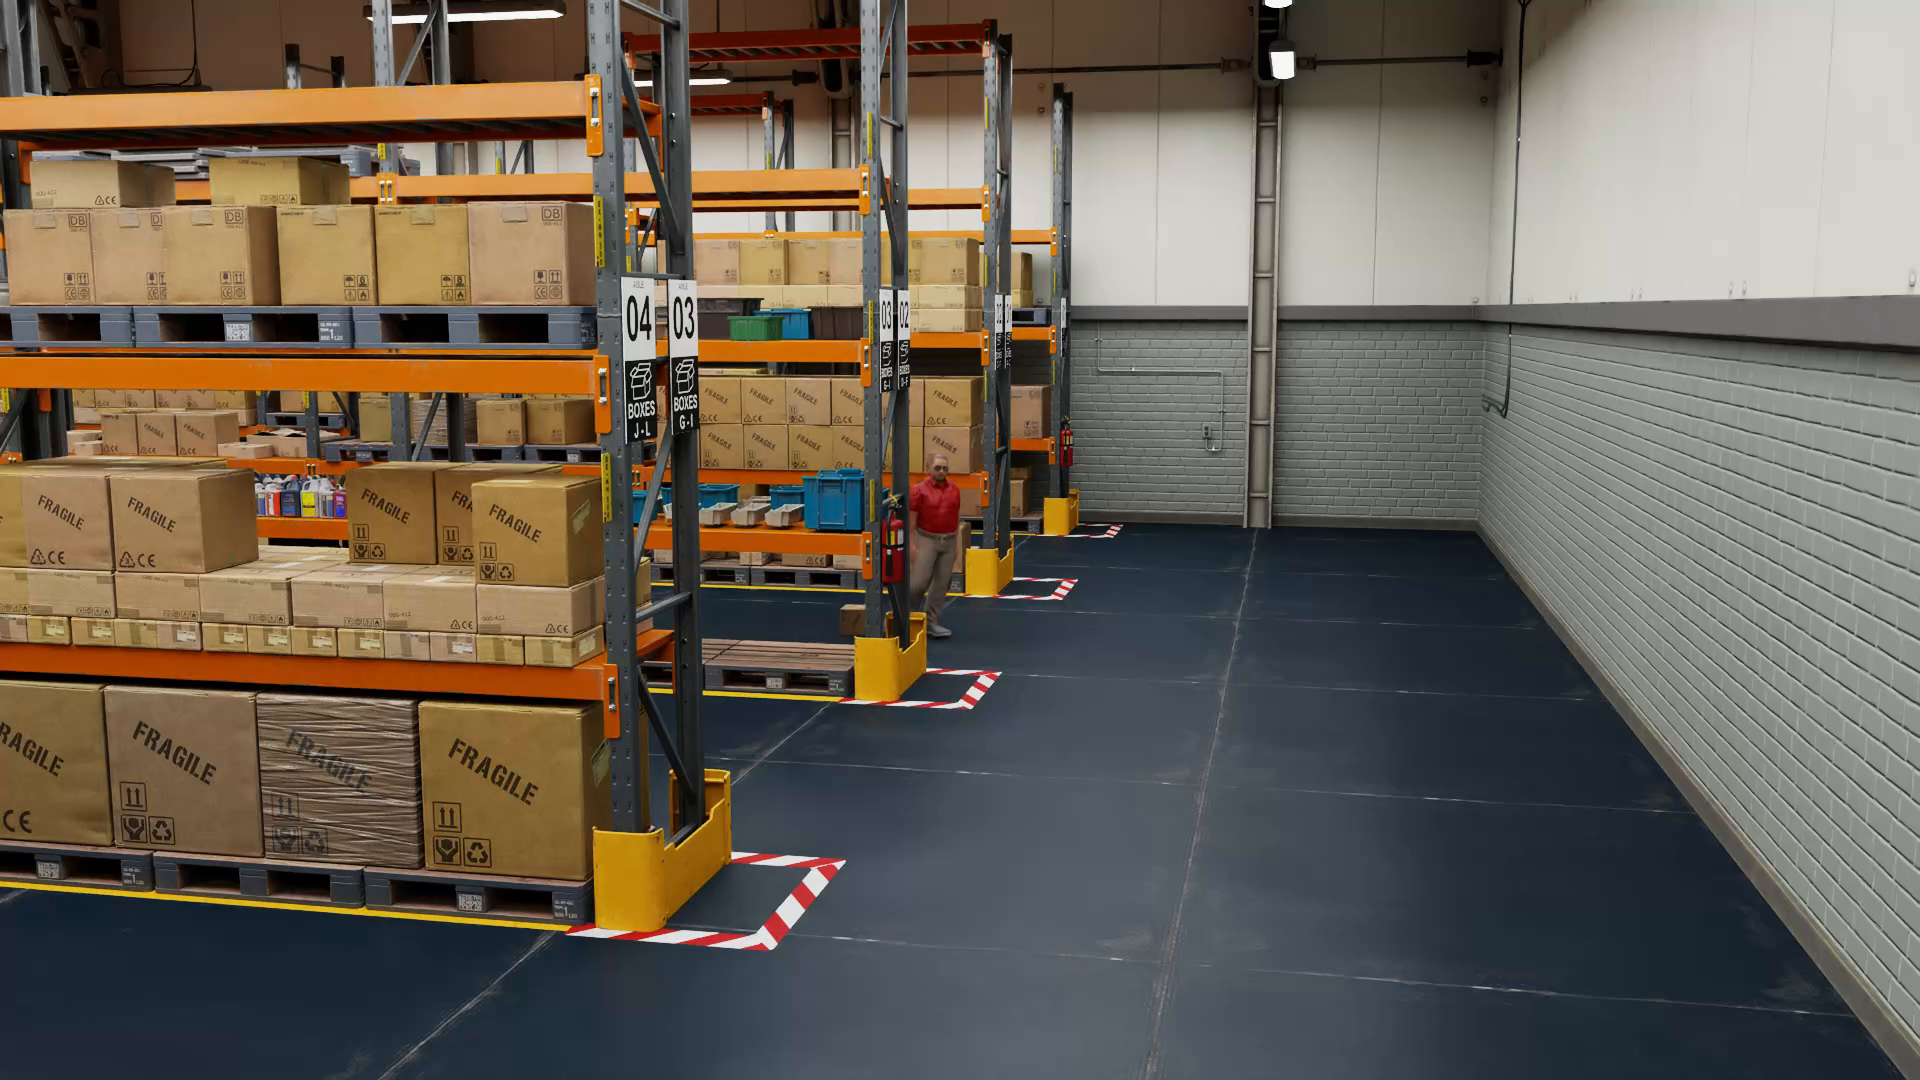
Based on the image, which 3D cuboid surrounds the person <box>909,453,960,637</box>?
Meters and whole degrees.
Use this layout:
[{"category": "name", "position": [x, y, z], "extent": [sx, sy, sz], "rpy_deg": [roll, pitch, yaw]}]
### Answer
[{"category": "person", "position": [-0.300, 0.052, 15.398], "extent": [0.676, 1.716, 0.503], "rpy_deg": [-5, 10, -34]}]
